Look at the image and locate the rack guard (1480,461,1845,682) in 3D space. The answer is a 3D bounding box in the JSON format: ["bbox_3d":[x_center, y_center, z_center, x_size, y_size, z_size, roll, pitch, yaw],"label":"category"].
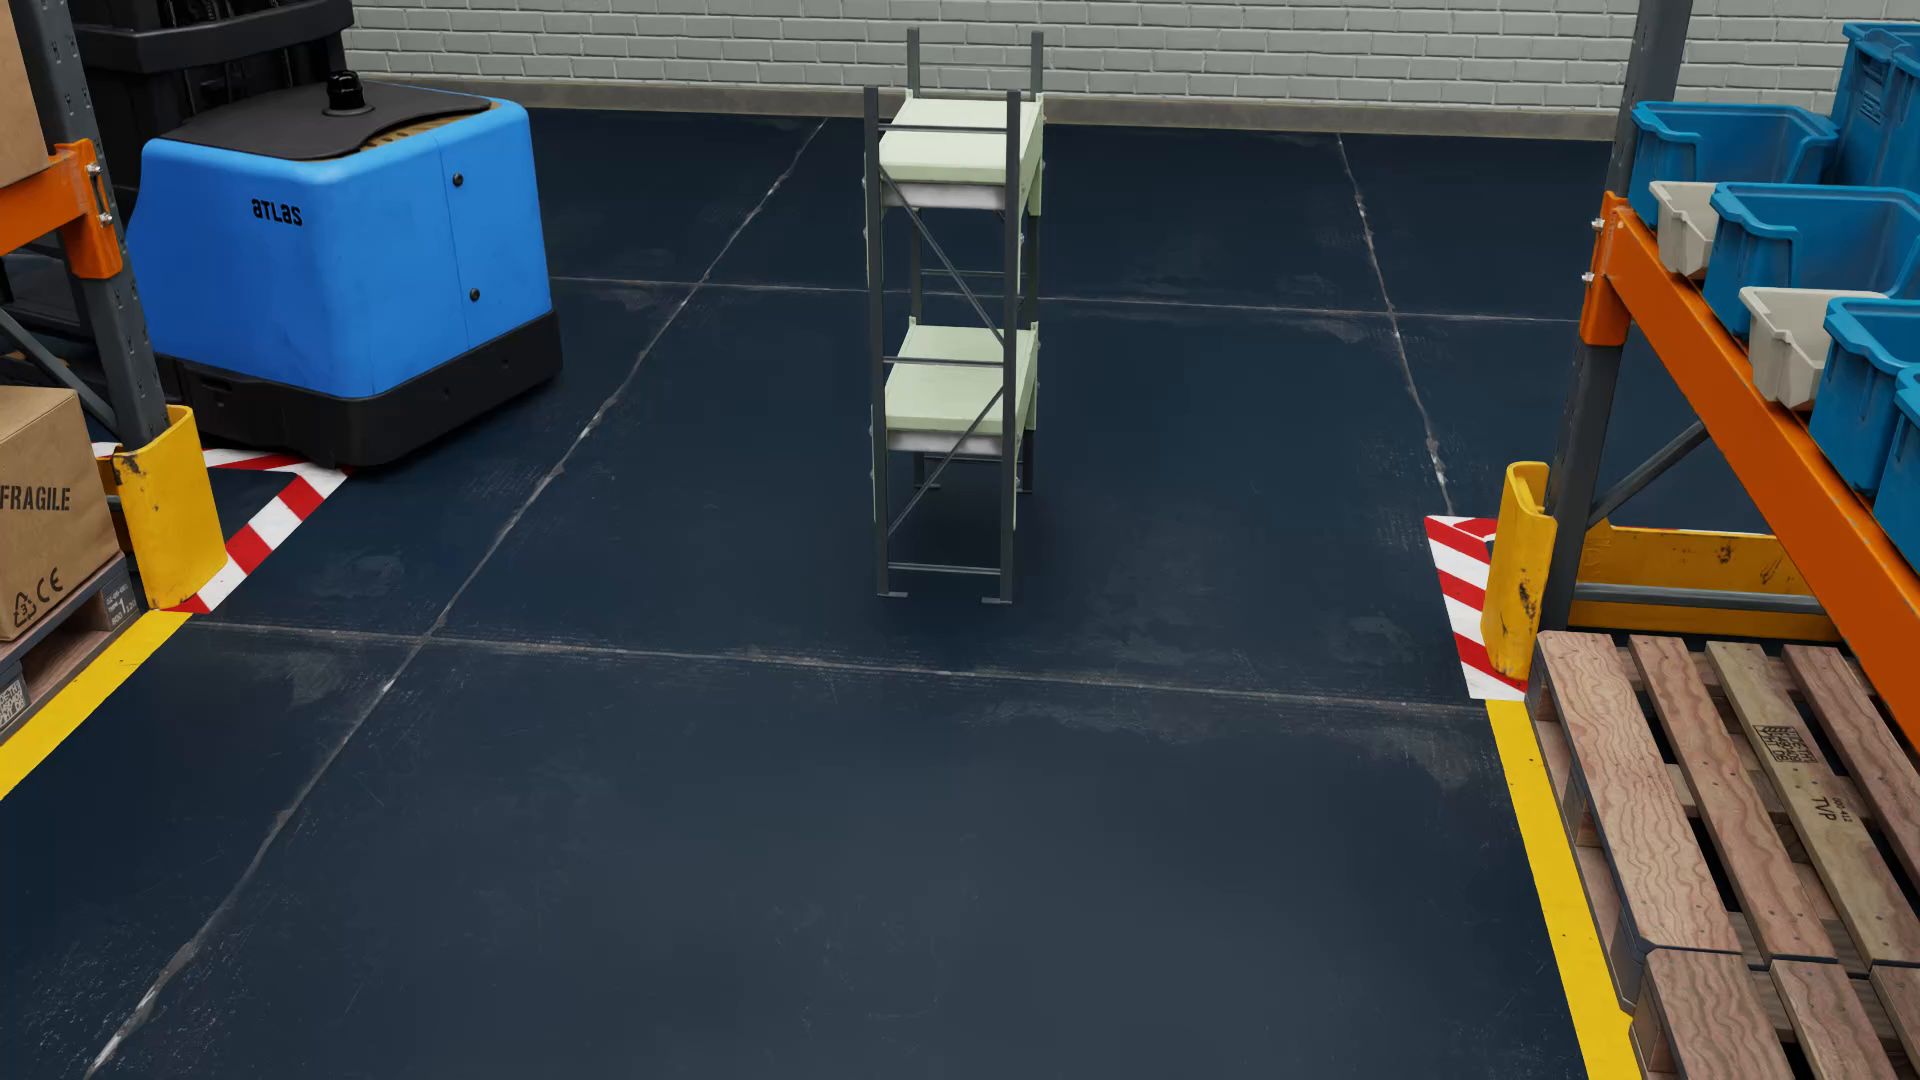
[{"bbox_3d":[2.065,0.114,4.512,1.175,0.500,0.348,3,28,6],"label":"rack guard"}]

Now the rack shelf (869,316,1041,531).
[{"bbox_3d":[-0.001,-0.370,5.043,0.431,0.370,0.720,3,28,6],"label":"rack shelf"}]

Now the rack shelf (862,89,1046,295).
[{"bbox_3d":[-0.001,-1.001,4.703,0.431,0.370,0.720,3,28,6],"label":"rack shelf"}]

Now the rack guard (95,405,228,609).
[{"bbox_3d":[-2.850,-0.128,4.961,1.175,0.500,0.348,3,28,6],"label":"rack guard"}]

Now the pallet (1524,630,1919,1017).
[{"bbox_3d":[1.935,0.639,3.842,1.003,0.211,1.213,3,28,6],"label":"pallet"}]

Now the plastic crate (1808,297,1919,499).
[{"bbox_3d":[1.557,-0.211,2.592,0.416,0.233,0.300,3,28,6],"label":"plastic crate"}]

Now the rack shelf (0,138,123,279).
[{"bbox_3d":[-3.086,-0.006,2.858,1.077,0.370,4.000,3,28,6],"label":"rack shelf"}]

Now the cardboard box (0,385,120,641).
[{"bbox_3d":[-2.663,-0.087,4.421,0.500,0.500,0.500,3,28,6],"label":"cardboard box"}]

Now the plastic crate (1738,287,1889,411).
[{"bbox_3d":[1.513,-0.323,2.901,0.250,0.136,0.298,3,28,6],"label":"plastic crate"}]

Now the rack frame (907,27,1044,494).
[{"bbox_3d":[0.044,-0.829,5.208,0.400,1.500,0.023,3,28,6],"label":"rack frame"}]

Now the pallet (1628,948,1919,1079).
[{"bbox_3d":[1.783,1.211,2.779,1.003,0.211,1.213,3,28,6],"label":"pallet"}]

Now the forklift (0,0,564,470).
[{"bbox_3d":[-3.055,-2.004,5.880,3.031,2.935,1.130,14,31,24],"label":"forklift"}]

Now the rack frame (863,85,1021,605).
[{"bbox_3d":[-0.046,-0.485,4.569,0.400,1.500,0.023,3,28,6],"label":"rack frame"}]

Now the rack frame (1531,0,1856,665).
[{"bbox_3d":[2.075,-0.975,3.897,1.000,3.000,0.127,3,28,6],"label":"rack frame"}]

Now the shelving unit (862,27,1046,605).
[{"bbox_3d":[-0.001,-0.657,4.888,0.431,1.500,0.755,3,28,6],"label":"shelving unit"}]

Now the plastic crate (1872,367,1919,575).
[{"bbox_3d":[1.520,-0.069,2.329,0.416,0.233,0.300,3,28,6],"label":"plastic crate"}]

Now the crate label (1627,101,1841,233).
[{"bbox_3d":[1.718,-0.830,3.742,0.416,0.233,0.303,3,28,6],"label":"crate label"}]

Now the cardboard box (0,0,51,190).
[{"bbox_3d":[-2.625,-1.082,3.990,0.500,0.500,0.500,4,29,8],"label":"cardboard box"}]

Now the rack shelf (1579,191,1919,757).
[{"bbox_3d":[1.830,0.283,2.320,1.077,0.370,4.000,3,28,6],"label":"rack shelf"}]

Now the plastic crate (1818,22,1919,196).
[{"bbox_3d":[2.219,-0.848,3.562,0.616,0.435,0.499,3,28,6],"label":"plastic crate"}]

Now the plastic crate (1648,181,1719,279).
[{"bbox_3d":[1.597,-0.642,3.494,0.250,0.136,0.298,3,28,6],"label":"plastic crate"}]

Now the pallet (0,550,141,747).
[{"bbox_3d":[-2.947,0.374,4.333,1.003,0.211,1.213,3,28,6],"label":"pallet"}]

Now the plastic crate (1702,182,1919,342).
[{"bbox_3d":[1.637,-0.521,3.167,0.416,0.233,0.300,3,28,6],"label":"plastic crate"}]

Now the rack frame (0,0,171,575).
[{"bbox_3d":[-2.841,-1.264,4.434,1.000,3.000,0.127,3,28,6],"label":"rack frame"}]
